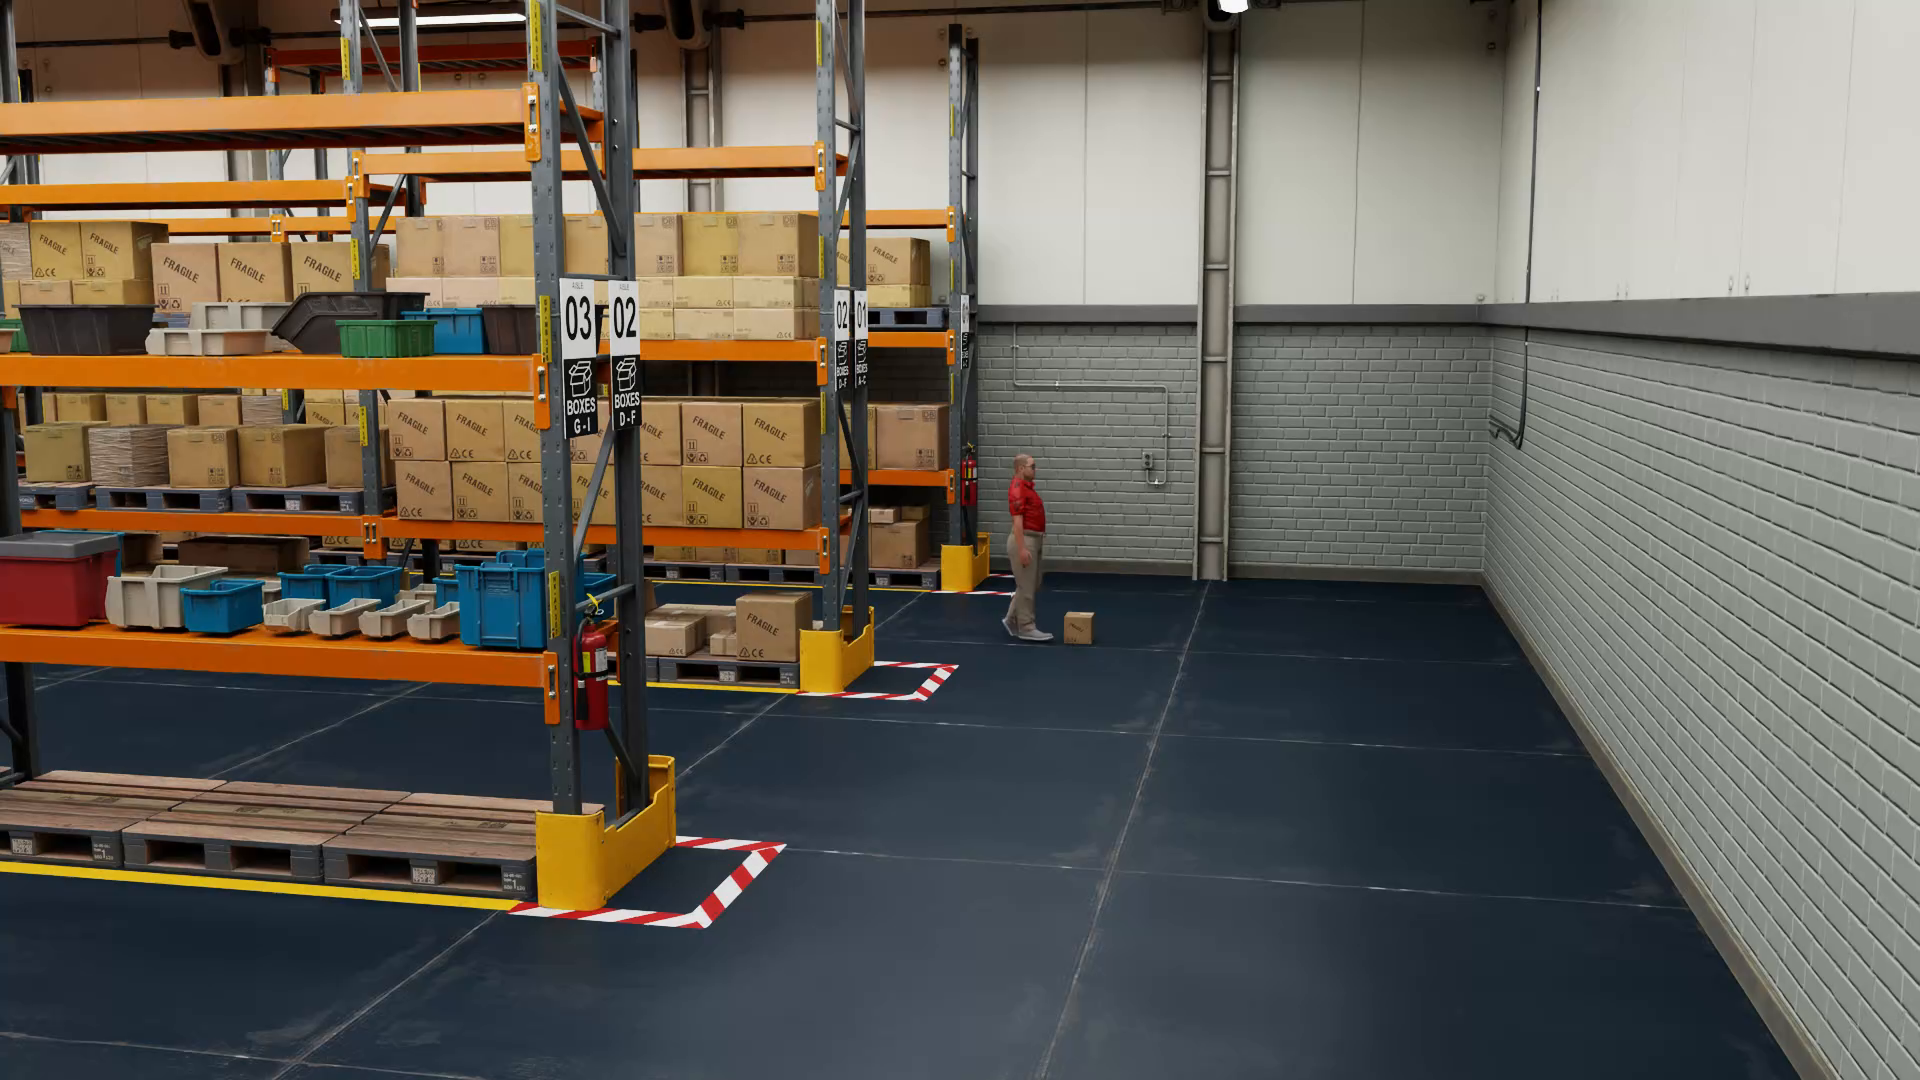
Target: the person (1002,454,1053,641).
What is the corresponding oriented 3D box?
[{"bbox_3d":[0.628,0.100,15.377,0.505,1.792,0.556,2,8,11],"label":"person"}]
